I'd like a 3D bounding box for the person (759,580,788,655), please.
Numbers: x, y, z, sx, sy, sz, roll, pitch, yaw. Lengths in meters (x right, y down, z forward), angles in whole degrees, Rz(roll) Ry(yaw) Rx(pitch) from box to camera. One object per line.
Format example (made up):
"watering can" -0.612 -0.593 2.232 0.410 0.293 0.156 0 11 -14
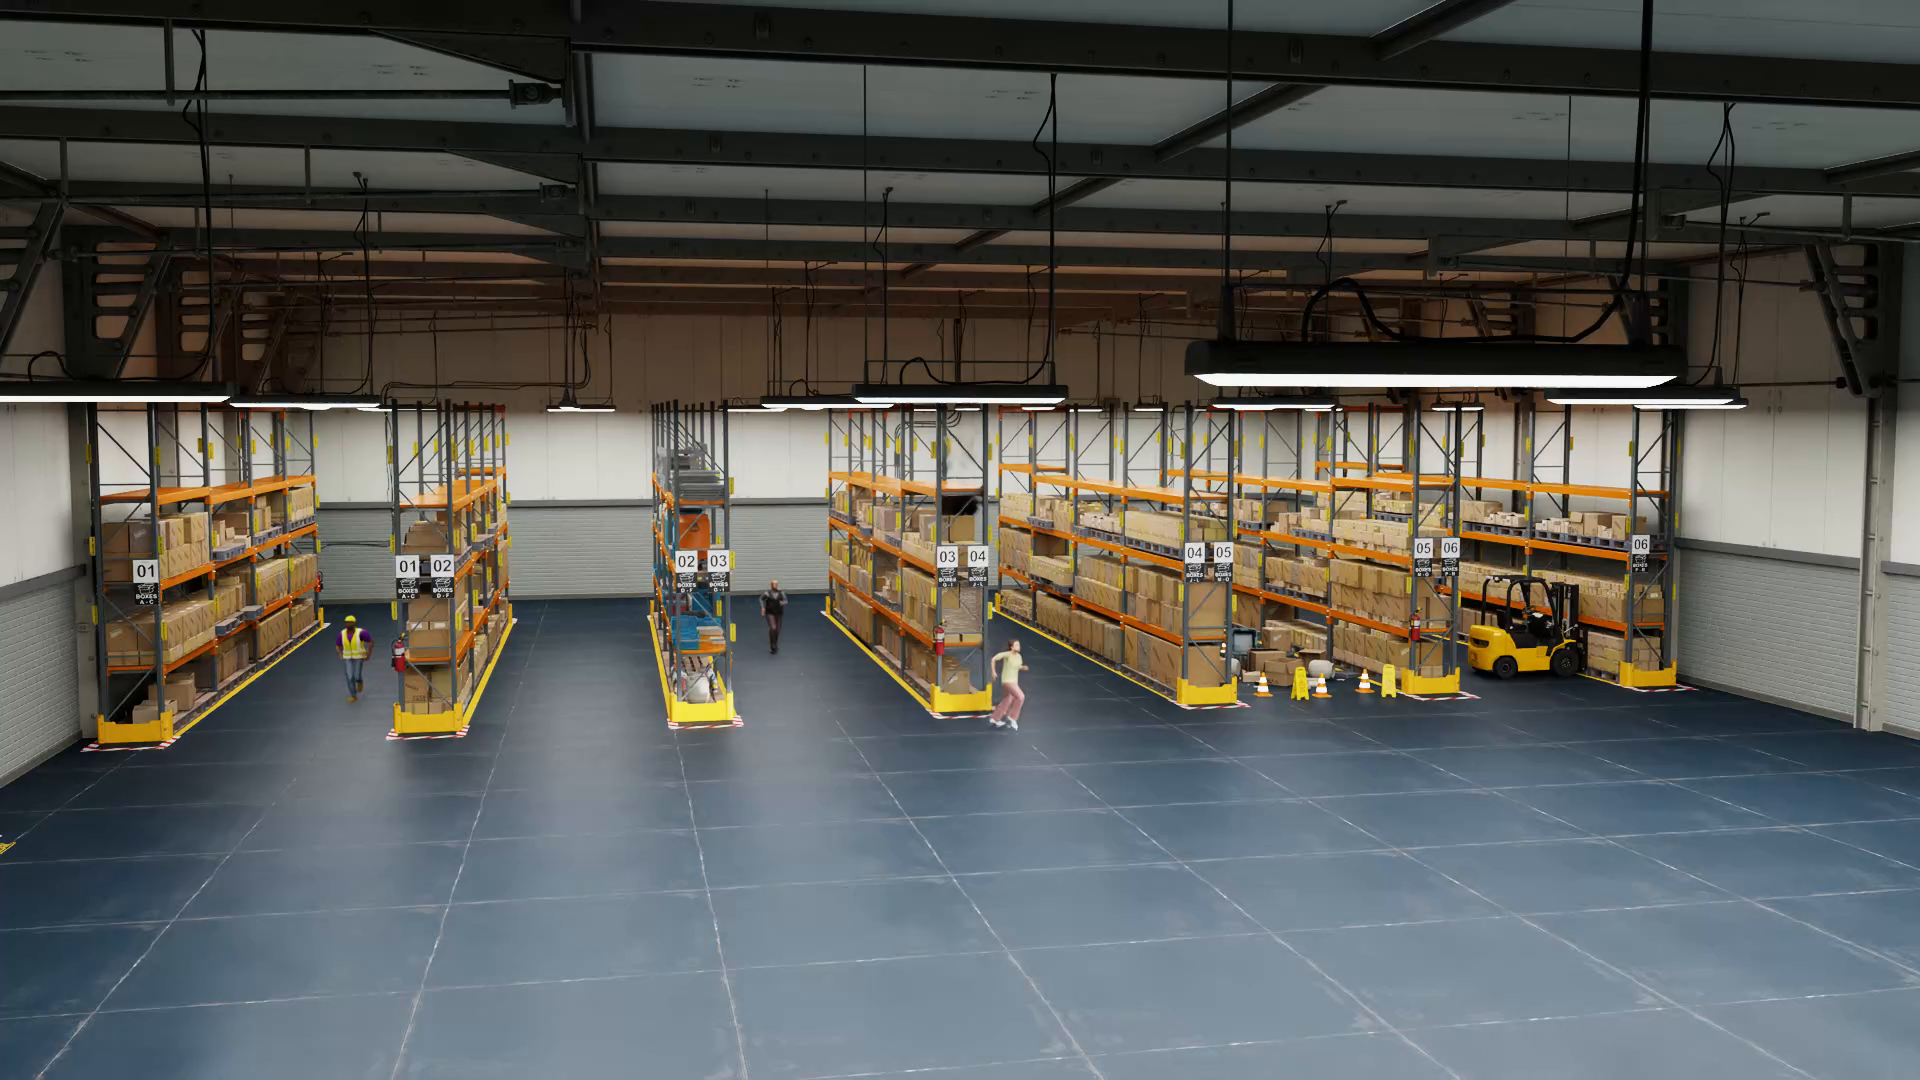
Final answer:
"person" -4.467 1.845 40.003 0.631 1.778 0.791 -2 5 -26

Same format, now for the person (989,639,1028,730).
"person" 0.885 2.612 30.229 0.786 1.655 0.604 3 5 36

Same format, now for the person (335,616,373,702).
"person" -12.106 2.365 33.211 0.713 1.728 0.661 0 4 -5
